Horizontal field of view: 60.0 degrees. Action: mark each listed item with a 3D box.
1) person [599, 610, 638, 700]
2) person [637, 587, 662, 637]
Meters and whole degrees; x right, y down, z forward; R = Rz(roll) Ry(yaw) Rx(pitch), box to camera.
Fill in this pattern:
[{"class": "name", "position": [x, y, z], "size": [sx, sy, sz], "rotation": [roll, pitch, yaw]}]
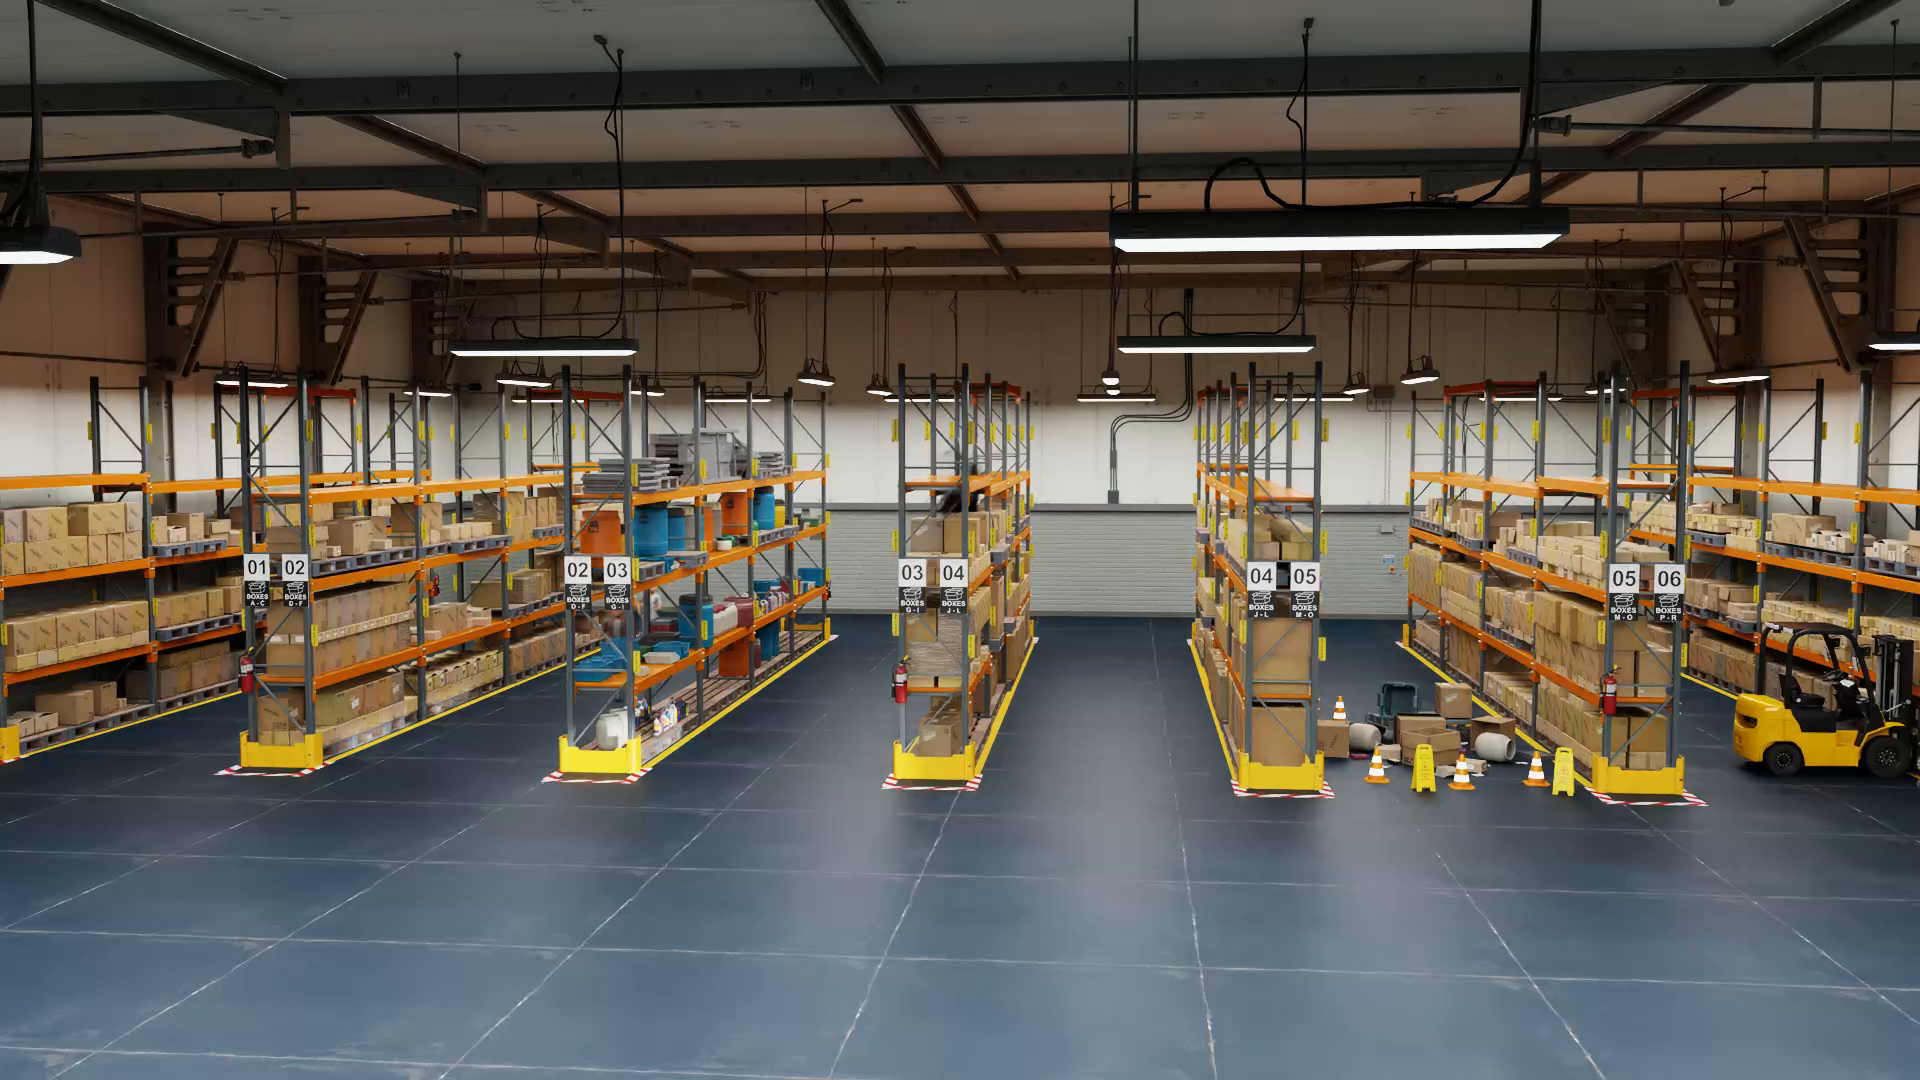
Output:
[{"class": "person", "position": [-6.441, 2.077, 31.305], "size": [0.715, 1.756, 1.000], "rotation": [0, 4, -3]}, {"class": "person", "position": [-6.991, 1.785, 37.446], "size": [0.570, 1.684, 0.714], "rotation": [0, 4, -5]}]
